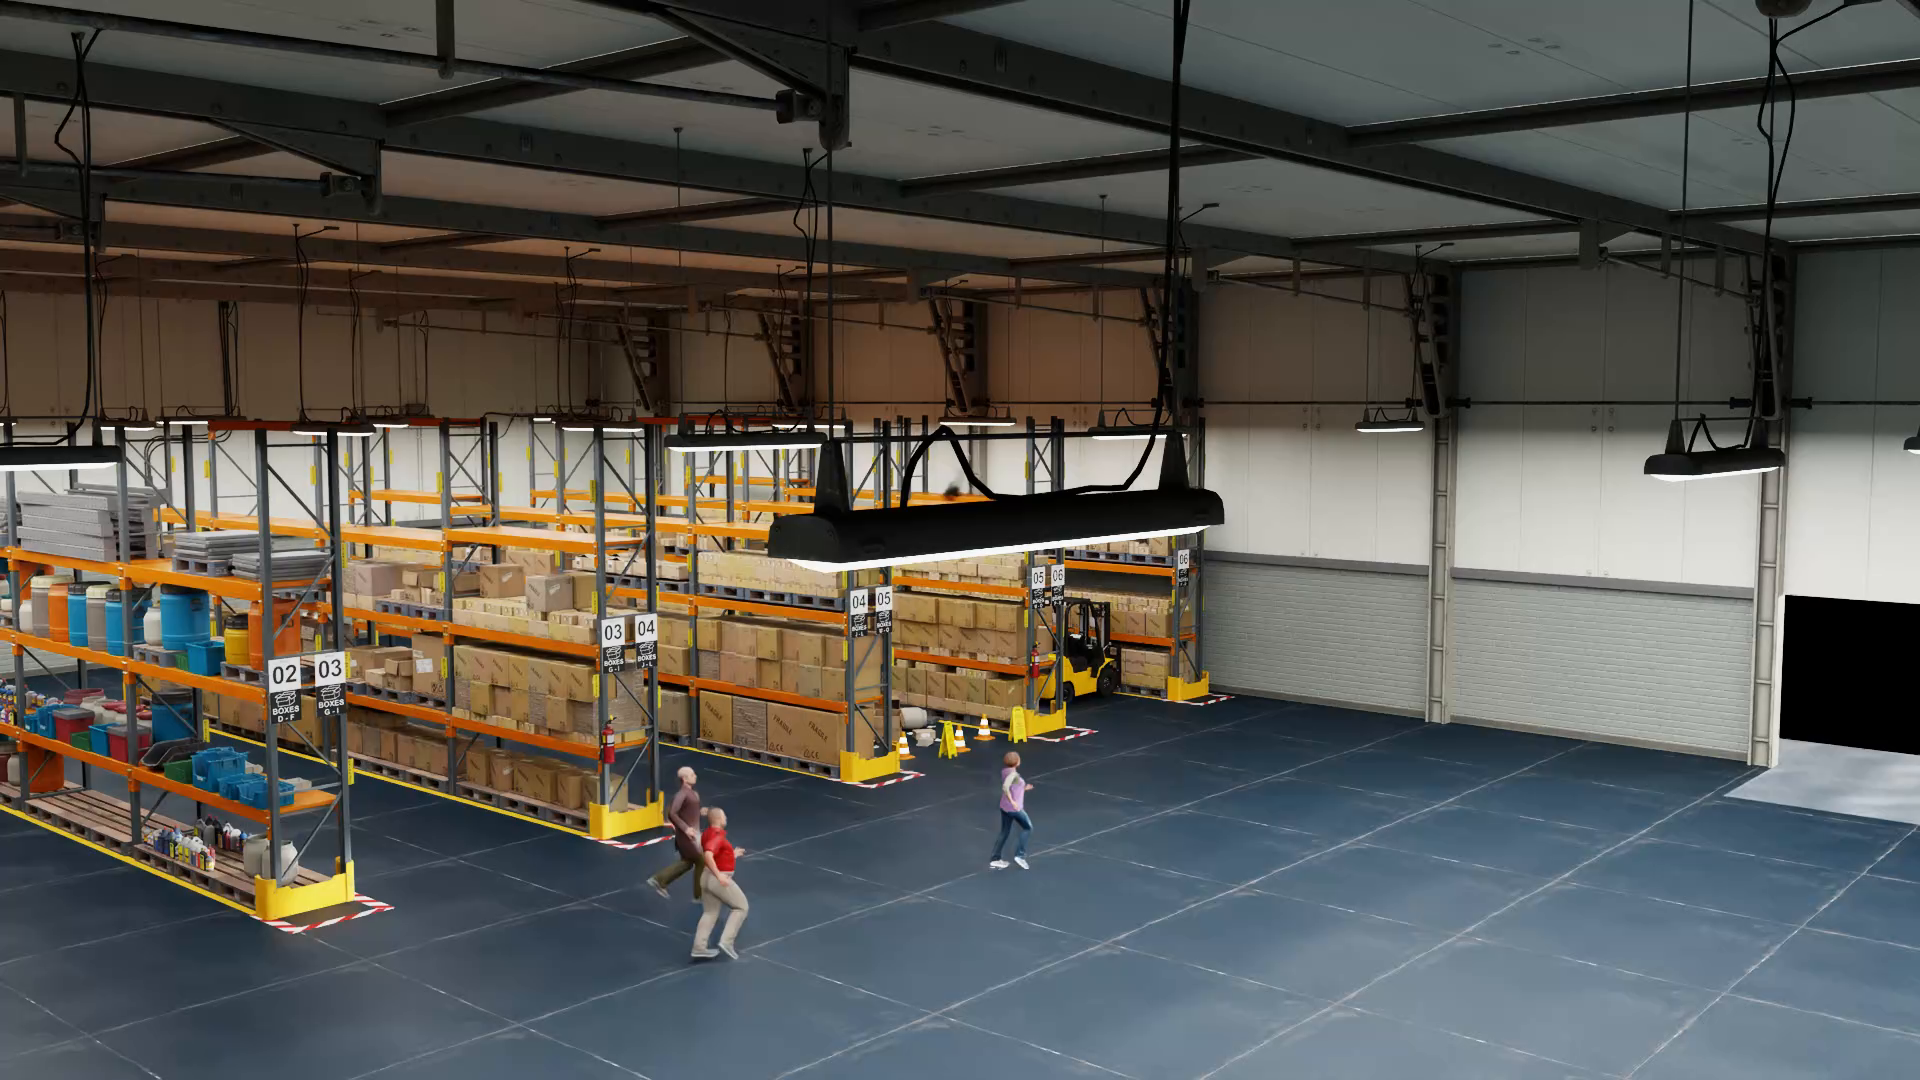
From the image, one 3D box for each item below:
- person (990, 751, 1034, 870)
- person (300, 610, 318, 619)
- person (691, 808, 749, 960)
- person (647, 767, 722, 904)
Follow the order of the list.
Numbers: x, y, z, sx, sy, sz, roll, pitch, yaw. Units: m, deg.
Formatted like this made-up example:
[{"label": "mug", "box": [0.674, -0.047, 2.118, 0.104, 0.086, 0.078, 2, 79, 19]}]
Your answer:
[{"label": "person", "box": [0.706, 3.662, 22.475, 0.663, 1.621, 0.515, -2, 5, -26]}, {"label": "person", "box": [-14.850, 2.297, 37.902, 0.741, 1.778, 0.917, 1, 5, 10]}, {"label": "person", "box": [-2.722, 3.911, 18.882, 0.686, 1.757, 0.646, -3, 6, -35]}, {"label": "person", "box": [-3.465, 3.719, 20.865, 0.929, 1.784, 0.699, -1, 5, -11]}]
